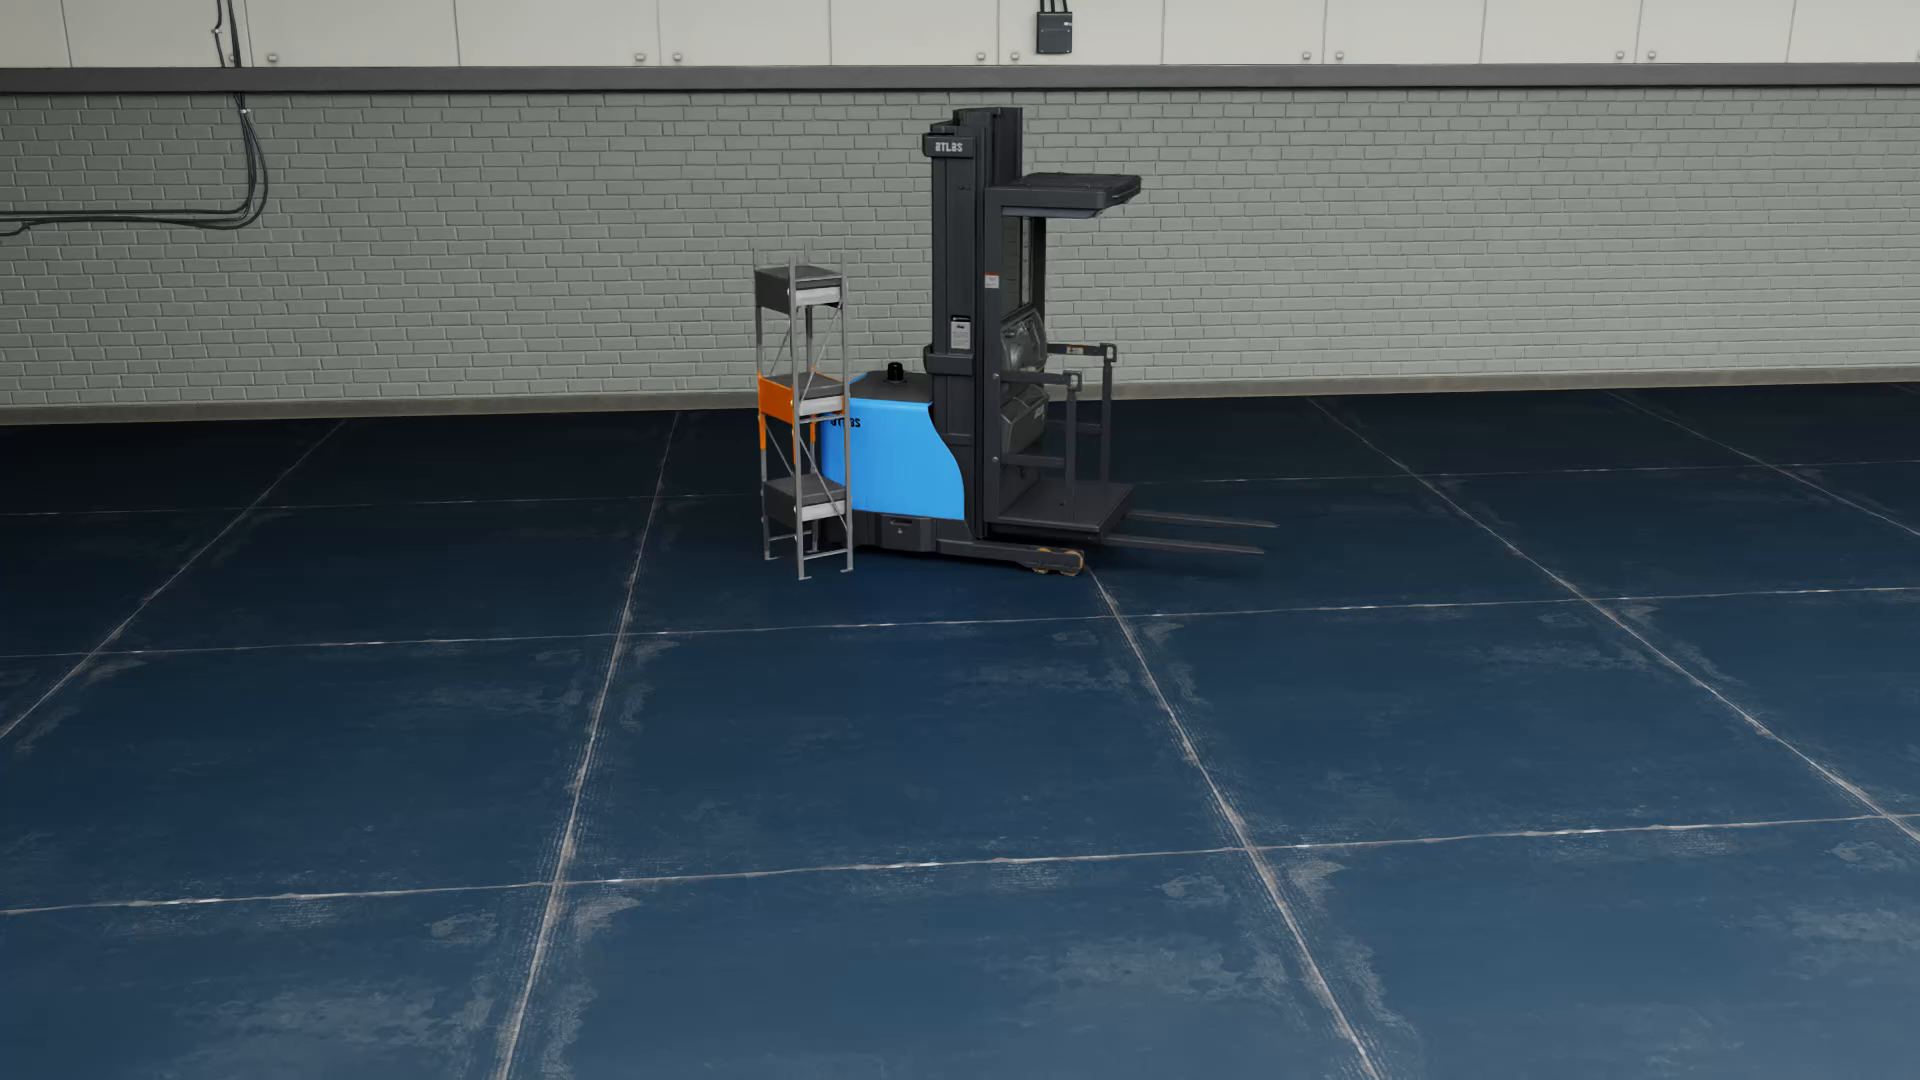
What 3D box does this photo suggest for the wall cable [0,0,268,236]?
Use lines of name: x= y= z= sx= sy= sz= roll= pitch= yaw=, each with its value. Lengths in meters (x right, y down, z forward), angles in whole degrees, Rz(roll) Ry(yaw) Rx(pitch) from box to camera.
wall cable: x=-7.604 y=-3.868 z=14.157 sx=3.097 sy=2.526 sz=0.112 roll=-2 pitch=18 yaw=-6

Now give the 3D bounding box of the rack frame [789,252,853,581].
rack frame: x=-0.882 y=-0.771 z=10.627 sx=0.400 sy=2.100 sz=0.015 roll=-11 pitch=21 yaw=-32

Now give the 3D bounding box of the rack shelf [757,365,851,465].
rack shelf: x=-1.017 y=-0.819 z=10.825 sx=0.431 sy=0.518 sz=0.480 roll=-11 pitch=21 yaw=-32

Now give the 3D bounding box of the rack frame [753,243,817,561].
rack frame: x=-1.151 y=-0.893 z=11.016 sx=0.400 sy=2.100 sz=0.015 roll=-11 pitch=21 yaw=-32

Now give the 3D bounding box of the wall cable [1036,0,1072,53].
wall cable: x=1.841 y=-7.260 z=14.102 sx=2.305 sy=6.003 sz=0.169 roll=-2 pitch=18 yaw=-6

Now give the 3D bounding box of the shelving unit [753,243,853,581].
shelving unit: x=-1.017 y=-0.832 z=10.821 sx=0.431 sy=2.100 sz=0.503 roll=-11 pitch=21 yaw=-32

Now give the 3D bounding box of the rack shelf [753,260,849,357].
rack shelf: x=-1.016 y=-1.487 z=10.615 sx=0.431 sy=0.518 sz=0.480 roll=-11 pitch=21 yaw=-32

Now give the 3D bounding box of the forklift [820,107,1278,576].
forklift: x=0.614 y=-1.338 z=11.046 sx=3.031 sy=2.935 sz=1.130 roll=6 pitch=18 yaw=17

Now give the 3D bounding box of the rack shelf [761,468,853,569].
rack shelf: x=-1.017 y=-0.151 z=11.035 sx=0.431 sy=0.518 sz=0.480 roll=-11 pitch=21 yaw=-32
